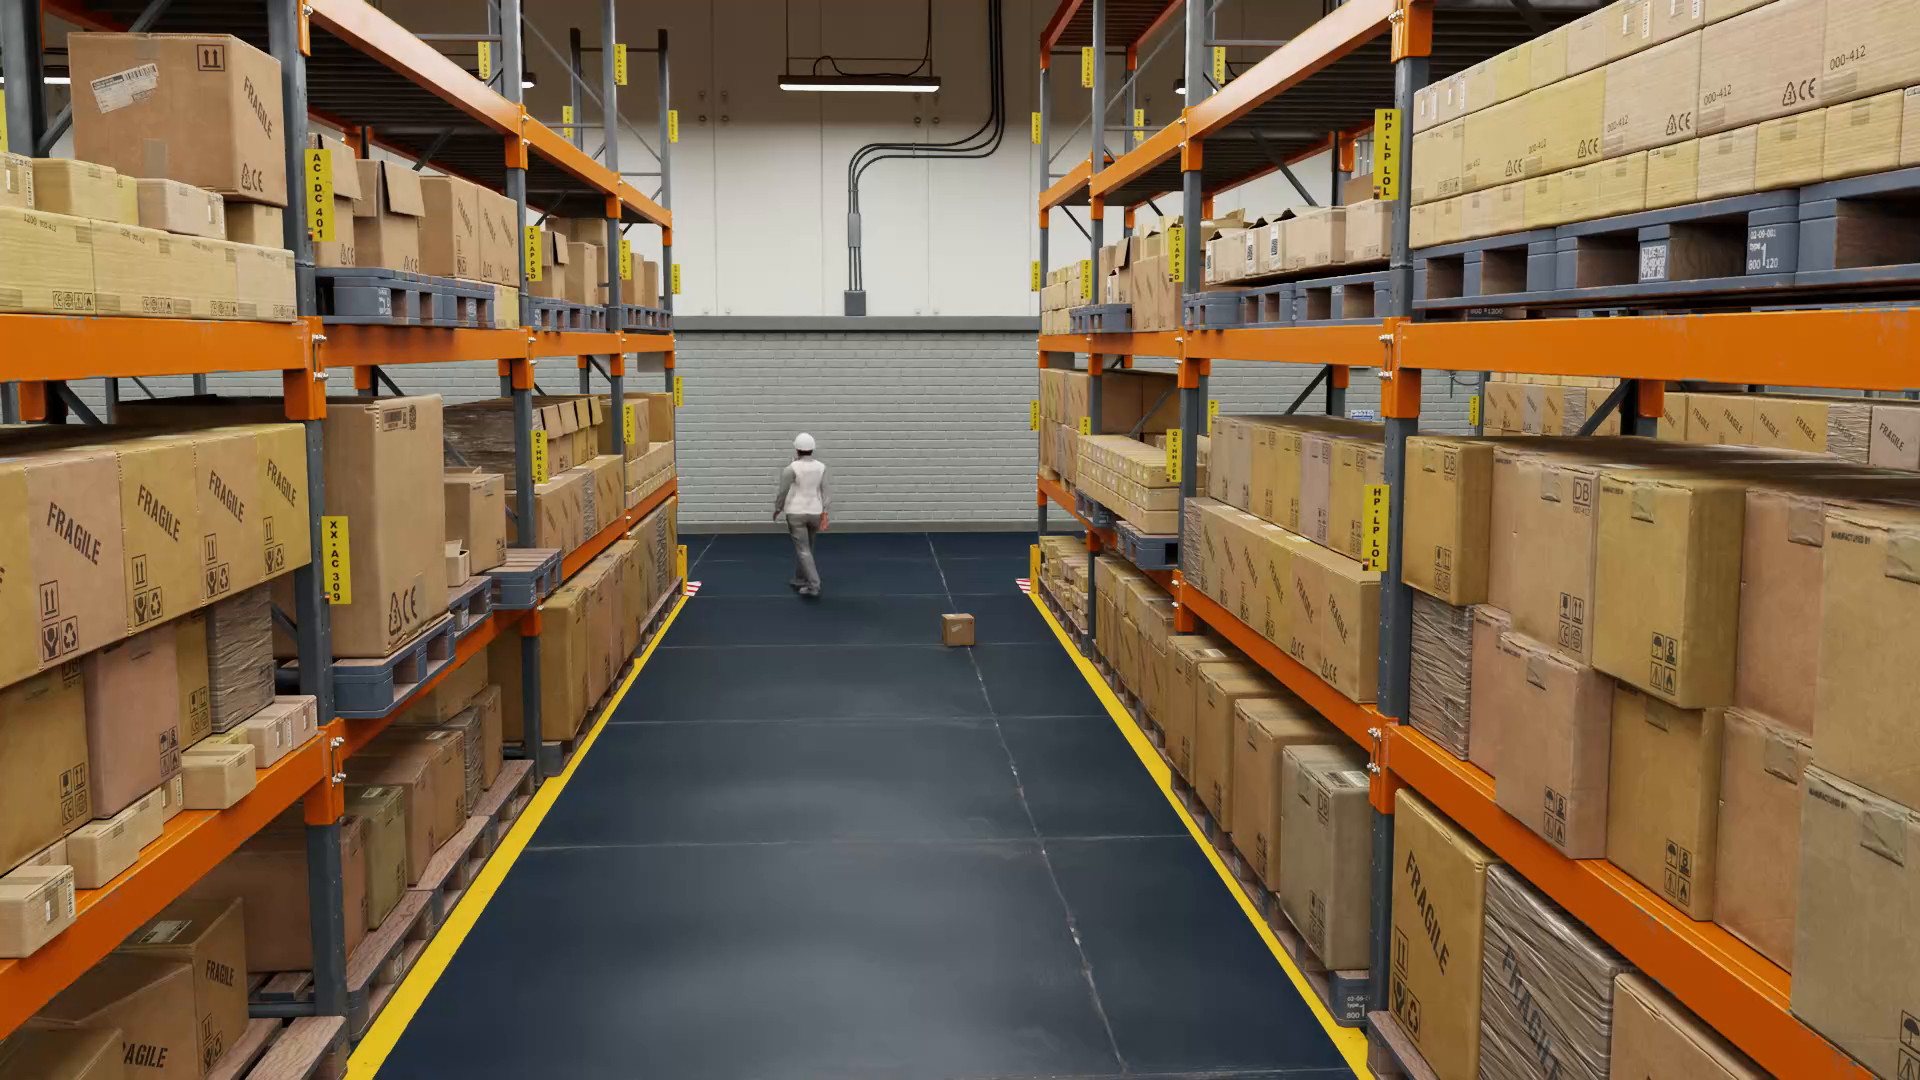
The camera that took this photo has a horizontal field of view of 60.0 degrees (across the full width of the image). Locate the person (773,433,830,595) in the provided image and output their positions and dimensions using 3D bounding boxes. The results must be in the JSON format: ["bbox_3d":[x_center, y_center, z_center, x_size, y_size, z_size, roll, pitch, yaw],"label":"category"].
[{"bbox_3d":[-1.761,-0.304,18.063,0.551,1.726,0.952,-5,8,-34],"label":"person"}]
